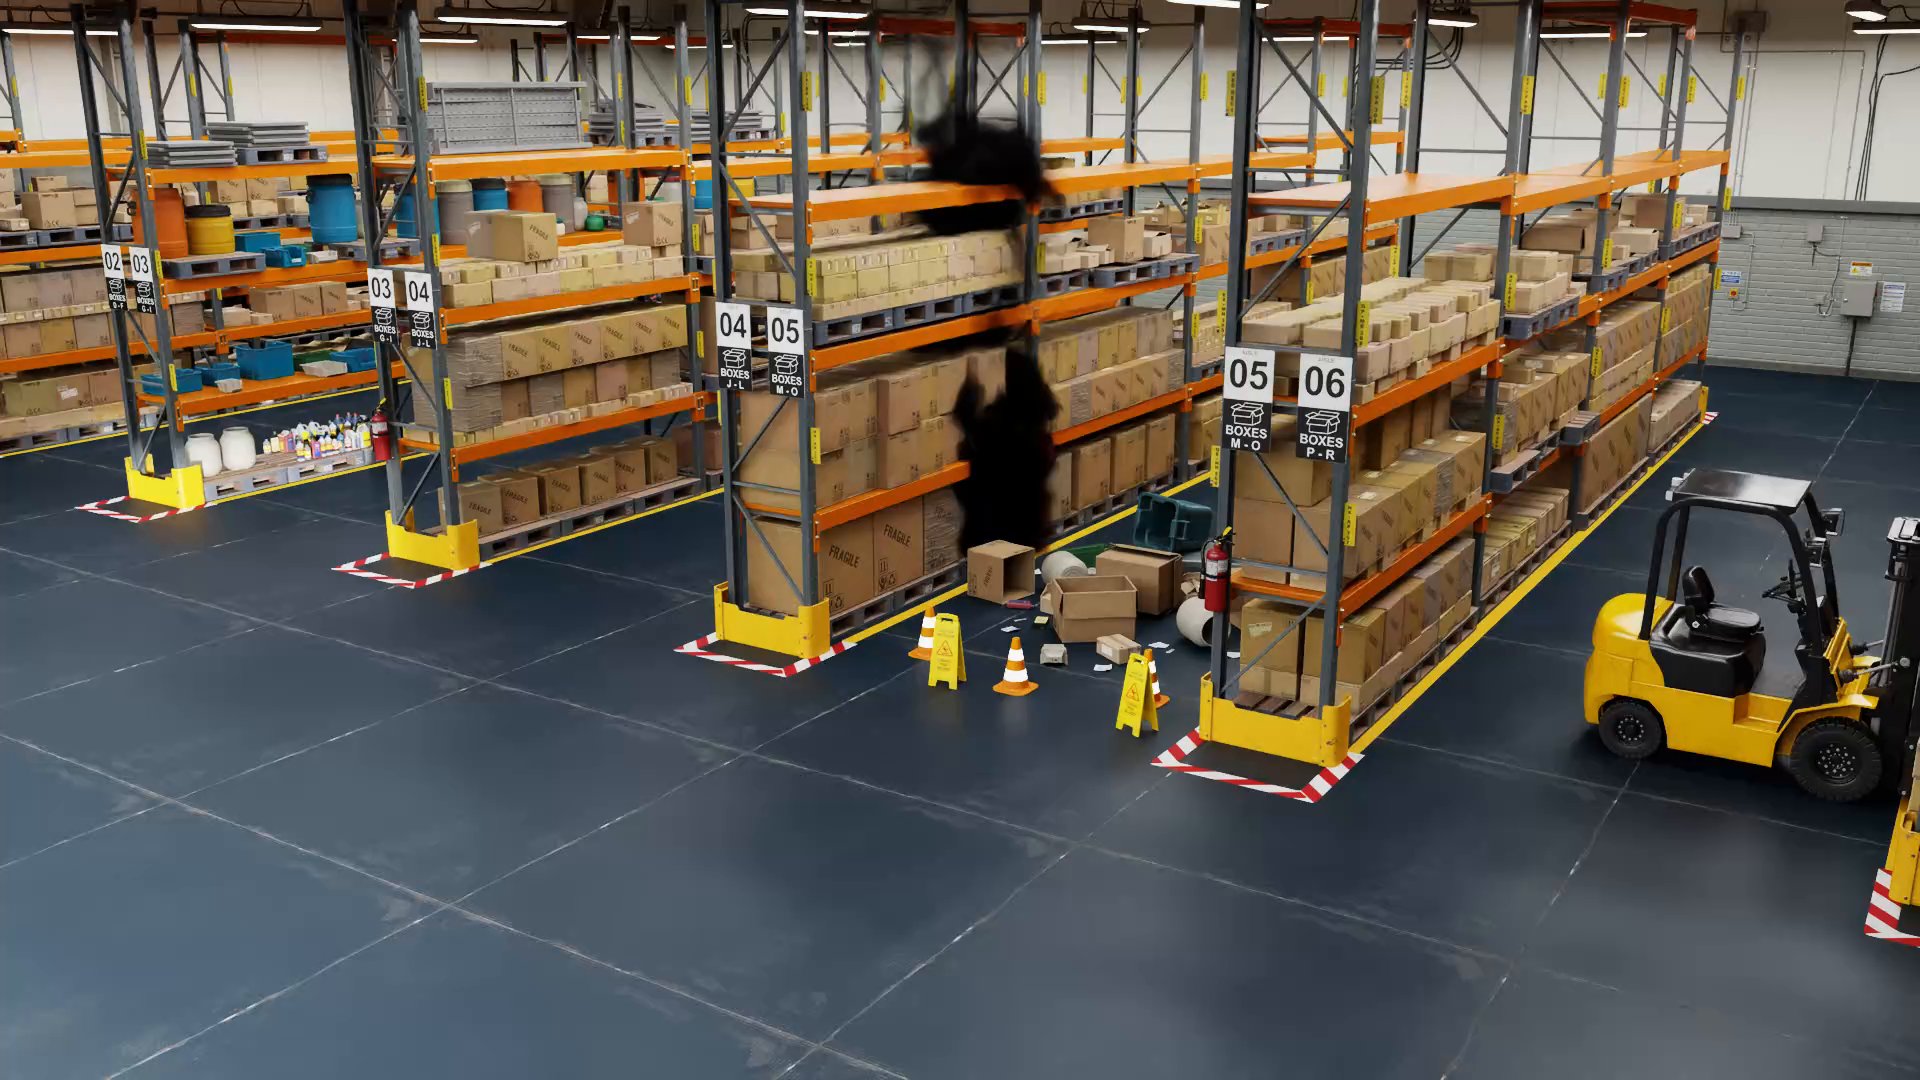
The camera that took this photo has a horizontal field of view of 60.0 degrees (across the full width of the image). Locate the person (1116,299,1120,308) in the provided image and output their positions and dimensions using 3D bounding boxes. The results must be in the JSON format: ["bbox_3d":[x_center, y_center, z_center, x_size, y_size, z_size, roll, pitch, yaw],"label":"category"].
[{"bbox_3d":[2.712,-3.290,28.012,0.577,1.664,0.809,9,18,29],"label":"person"}]
